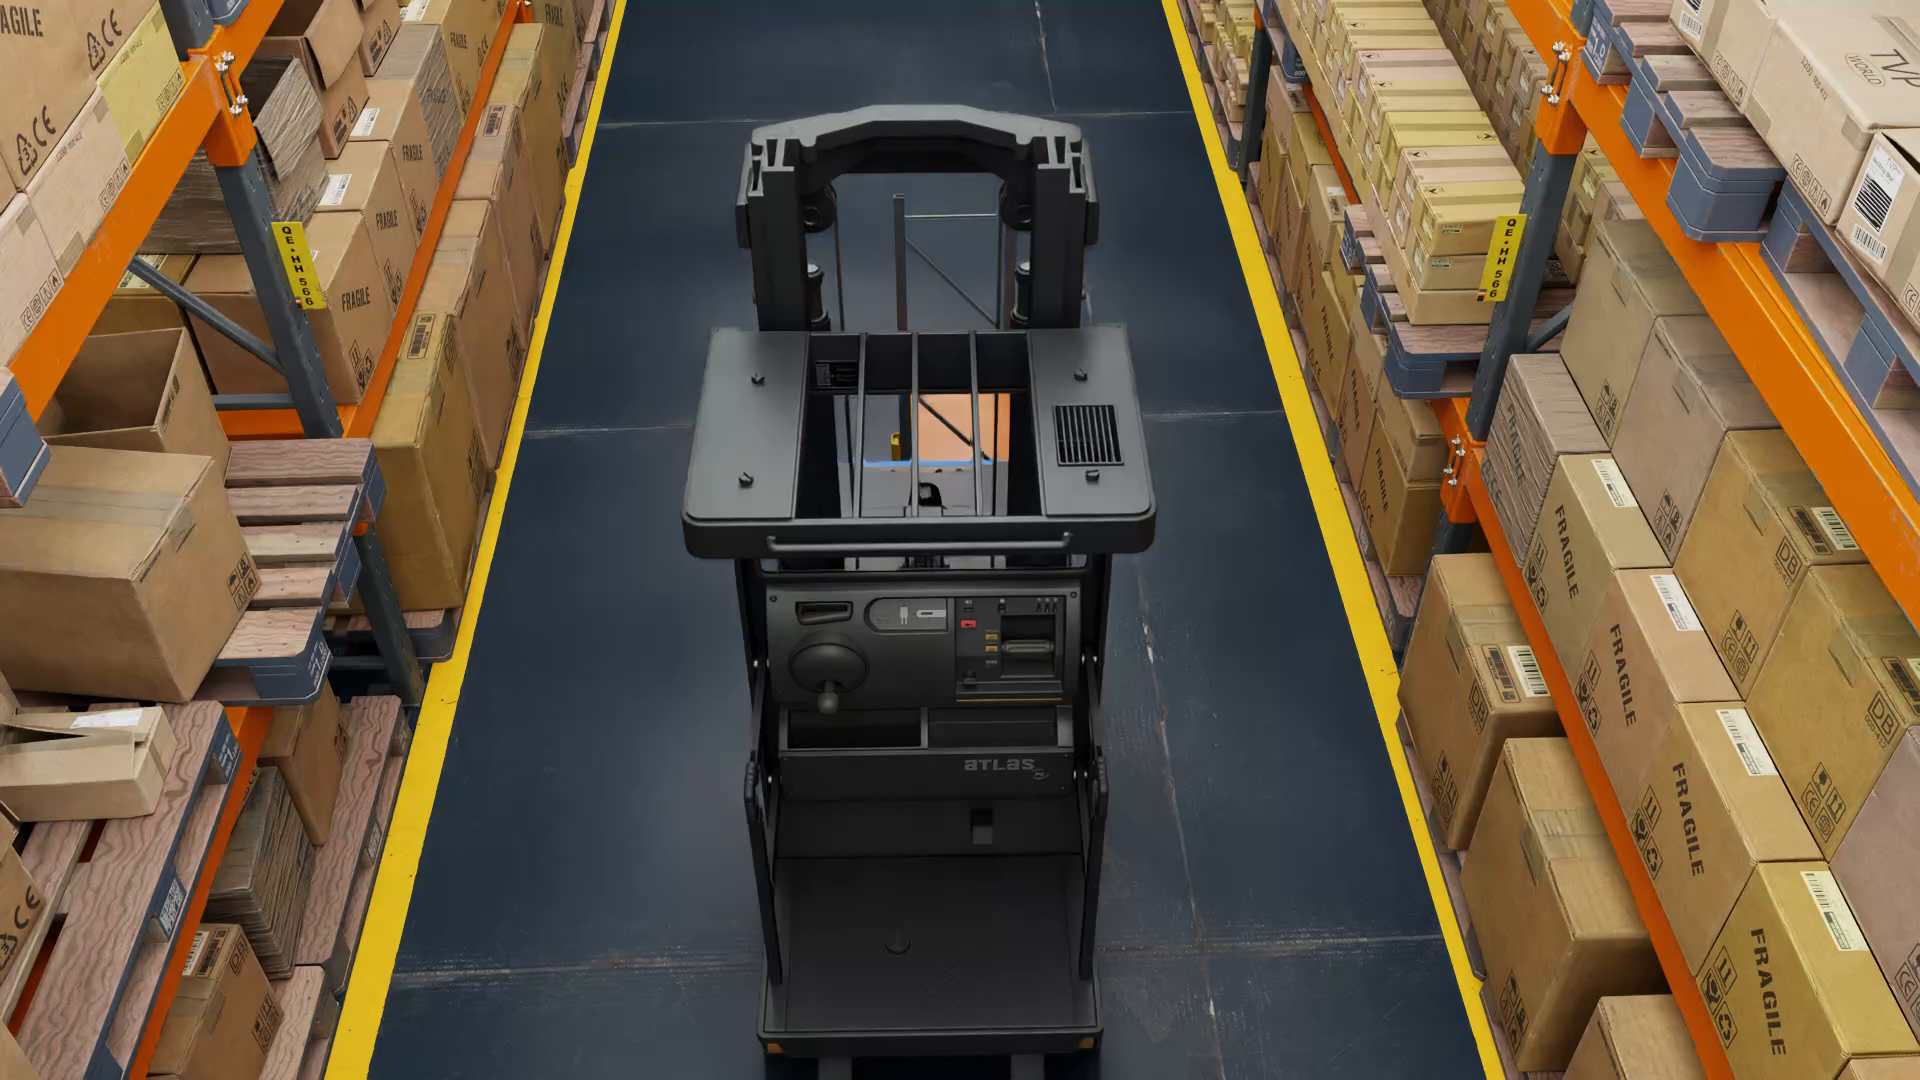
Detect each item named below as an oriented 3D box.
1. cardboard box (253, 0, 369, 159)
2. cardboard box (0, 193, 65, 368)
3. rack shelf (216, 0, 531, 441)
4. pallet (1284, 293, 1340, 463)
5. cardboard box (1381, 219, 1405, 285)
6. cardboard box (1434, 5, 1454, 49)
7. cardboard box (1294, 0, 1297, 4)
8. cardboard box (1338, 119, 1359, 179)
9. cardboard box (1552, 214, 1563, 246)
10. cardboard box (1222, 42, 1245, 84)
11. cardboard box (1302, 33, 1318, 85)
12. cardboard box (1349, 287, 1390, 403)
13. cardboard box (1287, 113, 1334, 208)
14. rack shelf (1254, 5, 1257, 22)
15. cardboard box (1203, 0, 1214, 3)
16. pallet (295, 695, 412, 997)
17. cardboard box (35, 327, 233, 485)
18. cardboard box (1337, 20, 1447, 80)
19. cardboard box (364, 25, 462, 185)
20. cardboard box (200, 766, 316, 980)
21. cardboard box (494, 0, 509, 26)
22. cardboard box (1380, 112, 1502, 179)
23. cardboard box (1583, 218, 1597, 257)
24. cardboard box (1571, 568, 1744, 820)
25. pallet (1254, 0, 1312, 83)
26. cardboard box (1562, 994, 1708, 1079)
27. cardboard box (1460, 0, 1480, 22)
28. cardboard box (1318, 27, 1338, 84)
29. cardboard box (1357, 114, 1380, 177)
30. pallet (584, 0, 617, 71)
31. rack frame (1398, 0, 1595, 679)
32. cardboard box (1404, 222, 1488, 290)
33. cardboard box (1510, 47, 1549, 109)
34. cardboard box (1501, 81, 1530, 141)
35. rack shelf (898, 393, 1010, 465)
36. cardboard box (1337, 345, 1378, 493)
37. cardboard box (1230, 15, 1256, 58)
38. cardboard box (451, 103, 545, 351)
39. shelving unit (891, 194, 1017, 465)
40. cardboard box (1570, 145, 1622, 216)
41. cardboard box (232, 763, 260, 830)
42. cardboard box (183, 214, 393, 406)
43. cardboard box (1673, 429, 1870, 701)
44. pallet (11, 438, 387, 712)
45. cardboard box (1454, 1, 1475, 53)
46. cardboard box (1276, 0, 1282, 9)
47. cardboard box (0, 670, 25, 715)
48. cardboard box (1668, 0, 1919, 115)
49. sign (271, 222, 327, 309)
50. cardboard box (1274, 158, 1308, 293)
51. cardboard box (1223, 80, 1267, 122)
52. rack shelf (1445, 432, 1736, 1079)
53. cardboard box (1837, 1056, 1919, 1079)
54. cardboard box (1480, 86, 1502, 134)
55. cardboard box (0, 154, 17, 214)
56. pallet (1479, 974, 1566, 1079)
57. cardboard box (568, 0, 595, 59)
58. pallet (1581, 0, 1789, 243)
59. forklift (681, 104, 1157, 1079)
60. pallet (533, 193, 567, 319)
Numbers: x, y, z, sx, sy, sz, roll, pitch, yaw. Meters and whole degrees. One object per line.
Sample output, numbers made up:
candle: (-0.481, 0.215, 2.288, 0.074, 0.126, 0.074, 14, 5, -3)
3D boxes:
cardboard box: (-2.706, -1.800, 6.327, 0.797, 0.503, 0.637, -1, 43, -1)
cardboard box: (-2.347, -0.522, 3.640, 0.500, 0.250, 0.500, -1, 43, -1)
rack shelf: (-2.751, -1.544, 7.397, 1.077, 0.370, 4.000, -2, 43, -2)
pallet: (2.214, -0.854, 8.176, 1.003, 0.211, 1.213, -2, 43, -2)
cardboard box: (1.805, -1.083, 6.236, 0.380, 0.149, 0.250, -2, 43, -2)
cardboard box: (2.387, -2.333, 7.600, 0.380, 0.149, 0.250, -3, 43, -4)
cardboard box: (1.717, -2.601, 7.673, 0.380, 0.149, 0.250, -3, 43, -4)
cardboard box: (1.774, -1.606, 6.807, 0.380, 0.149, 0.250, -3, 43, -4)
cardboard box: (2.454, -1.266, 6.437, 0.380, 0.149, 0.250, 0, 43, 0)
cardboard box: (1.769, -2.833, 9.849, 0.380, 0.149, 0.250, -4, 43, -4)
cardboard box: (1.742, -2.135, 7.384, 0.380, 0.149, 0.250, -2, 43, -3)
cardboard box: (1.971, -0.838, 7.078, 0.500, 0.250, 0.500, -1, 43, -1)
cardboard box: (1.917, -1.877, 8.212, 0.500, 0.250, 0.500, -1, 43, -1)
rack shelf: (2.039, -4.318, 10.423, 1.077, 0.370, 4.000, -2, 43, -2)
cardboard box: (1.779, -3.469, 10.763, 0.380, 0.149, 0.250, -1, 43, -1)
pallet: (-2.634, 1.097, 6.047, 1.003, 0.211, 1.213, -2, 43, -2)
cardboard box: (-2.603, -0.287, 5.108, 0.500, 0.500, 0.500, -6, 43, -7)
cardboard box: (1.763, -2.005, 6.802, 0.380, 0.149, 0.250, 0, 43, 0)
cardboard box: (-2.483, -1.863, 7.138, 0.500, 0.500, 0.500, -1, 43, -2)
cardboard box: (-2.581, 1.126, 5.475, 0.700, 0.500, 0.500, -5, 43, -5)
cardboard box: (-2.543, -2.888, 8.257, 0.500, 0.500, 0.500, -2, 43, -2)
cardboard box: (1.796, -1.479, 6.228, 0.380, 0.149, 0.250, 0, 43, 0)
cardboard box: (2.474, -1.037, 5.966, 0.380, 0.149, 0.250, 0, 43, 0)
cardboard box: (2.089, 0.425, 4.643, 0.500, 0.500, 0.500, -2, 43, -2)
pallet: (2.011, -2.643, 8.205, 1.003, 0.211, 1.213, -2, 43, -2)
cardboard box: (2.311, 1.774, 4.599, 1.050, 0.750, 0.750, -2, 43, -2)
cardboard box: (2.391, -2.370, 7.200, 0.380, 0.149, 0.250, -3, 43, -4)
cardboard box: (1.750, -2.070, 7.093, 0.380, 0.149, 0.250, -2, 43, -3)
cardboard box: (1.781, -1.552, 6.528, 0.380, 0.149, 0.250, -2, 43, -2)
pallet: (-2.845, -3.473, 11.032, 1.003, 0.211, 1.213, -2, 43, -2)
rack frame: (2.294, -0.533, 5.761, 1.000, 3.000, 0.127, -2, 43, -2)
cardboard box: (1.818, -1.025, 5.953, 0.380, 0.149, 0.250, -1, 43, -1)
cardboard box: (2.424, -1.841, 6.623, 0.380, 0.149, 0.250, 0, 43, 0)
cardboard box: (2.425, -1.739, 6.732, 0.380, 0.149, 0.250, -2, 43, -2)
rack shelf: (0.004, -0.363, 6.952, 0.538, 0.185, 1.000, -2, 43, -2)
cardboard box: (1.987, -0.554, 7.323, 0.500, 0.500, 0.500, 0, 43, 0)
cardboard box: (1.798, -2.961, 9.769, 0.380, 0.149, 0.250, -1, 43, -1)
cardboard box: (-2.750, -1.496, 8.074, 1.225, 0.875, 0.875, -3, 43, -3)
shelving unit: (0.003, -0.501, 6.837, 0.587, 1.500, 1.083, -2, 43, -2)
cardboard box: (2.454, -1.313, 6.048, 0.380, 0.149, 0.250, -3, 43, -3)
cardboard box: (-2.575, 0.833, 5.240, 0.500, 0.250, 0.500, 3, 43, 3)
cardboard box: (-2.415, -0.832, 6.013, 0.500, 0.500, 0.500, 0, 43, -1)
cardboard box: (2.350, 0.053, 4.309, 0.700, 0.500, 0.500, -2, 43, -2)
pallet: (-2.529, 0.090, 5.224, 1.213, 0.211, 1.003, -2, 43, -2)
cardboard box: (2.398, -2.253, 7.292, 0.380, 0.149, 0.250, -1, 43, -2)
cardboard box: (1.706, -2.661, 7.958, 0.380, 0.149, 0.250, -1, 43, -1)
cardboard box: (-2.824, 0.580, 4.348, 0.500, 0.250, 0.500, -3, 43, -3)
cardboard box: (2.105, -1.303, 4.062, 0.500, 0.311, 0.500, -2, 43, -2)
sign: (-2.124, -0.879, 5.340, 0.100, 0.325, 0.005, -2, 43, -2)
cardboard box: (1.915, -1.603, 8.468, 0.500, 0.500, 0.500, 0, 43, 0)
cardboard box: (1.767, -2.592, 9.807, 0.380, 0.149, 0.250, -1, 43, -1)
rack shelf: (2.379, 1.082, 4.531, 1.077, 0.370, 4.000, -2, 43, -2)
cardboard box: (2.153, 1.445, 3.530, 0.500, 0.500, 0.500, -2, 43, -2)
cardboard box: (2.418, -1.798, 7.017, 0.380, 0.149, 0.250, -1, 43, -1)
cardboard box: (-2.357, -0.790, 3.378, 0.500, 0.500, 0.500, -1, 43, -1)
pallet: (2.301, 1.851, 5.224, 1.003, 0.211, 1.213, -2, 43, -2)
cardboard box: (-2.822, -3.586, 10.354, 0.875, 0.875, 0.875, -2, 43, -2)
pallet: (2.374, -1.136, 4.339, 1.213, 0.211, 1.003, 0, 43, 0)
forklift: (-0.100, 0.404, 4.789, 1.130, 2.935, 3.031, -1, 43, -1)
pallet: (-2.728, -1.613, 9.003, 1.003, 0.211, 1.213, -2, 43, -2)
